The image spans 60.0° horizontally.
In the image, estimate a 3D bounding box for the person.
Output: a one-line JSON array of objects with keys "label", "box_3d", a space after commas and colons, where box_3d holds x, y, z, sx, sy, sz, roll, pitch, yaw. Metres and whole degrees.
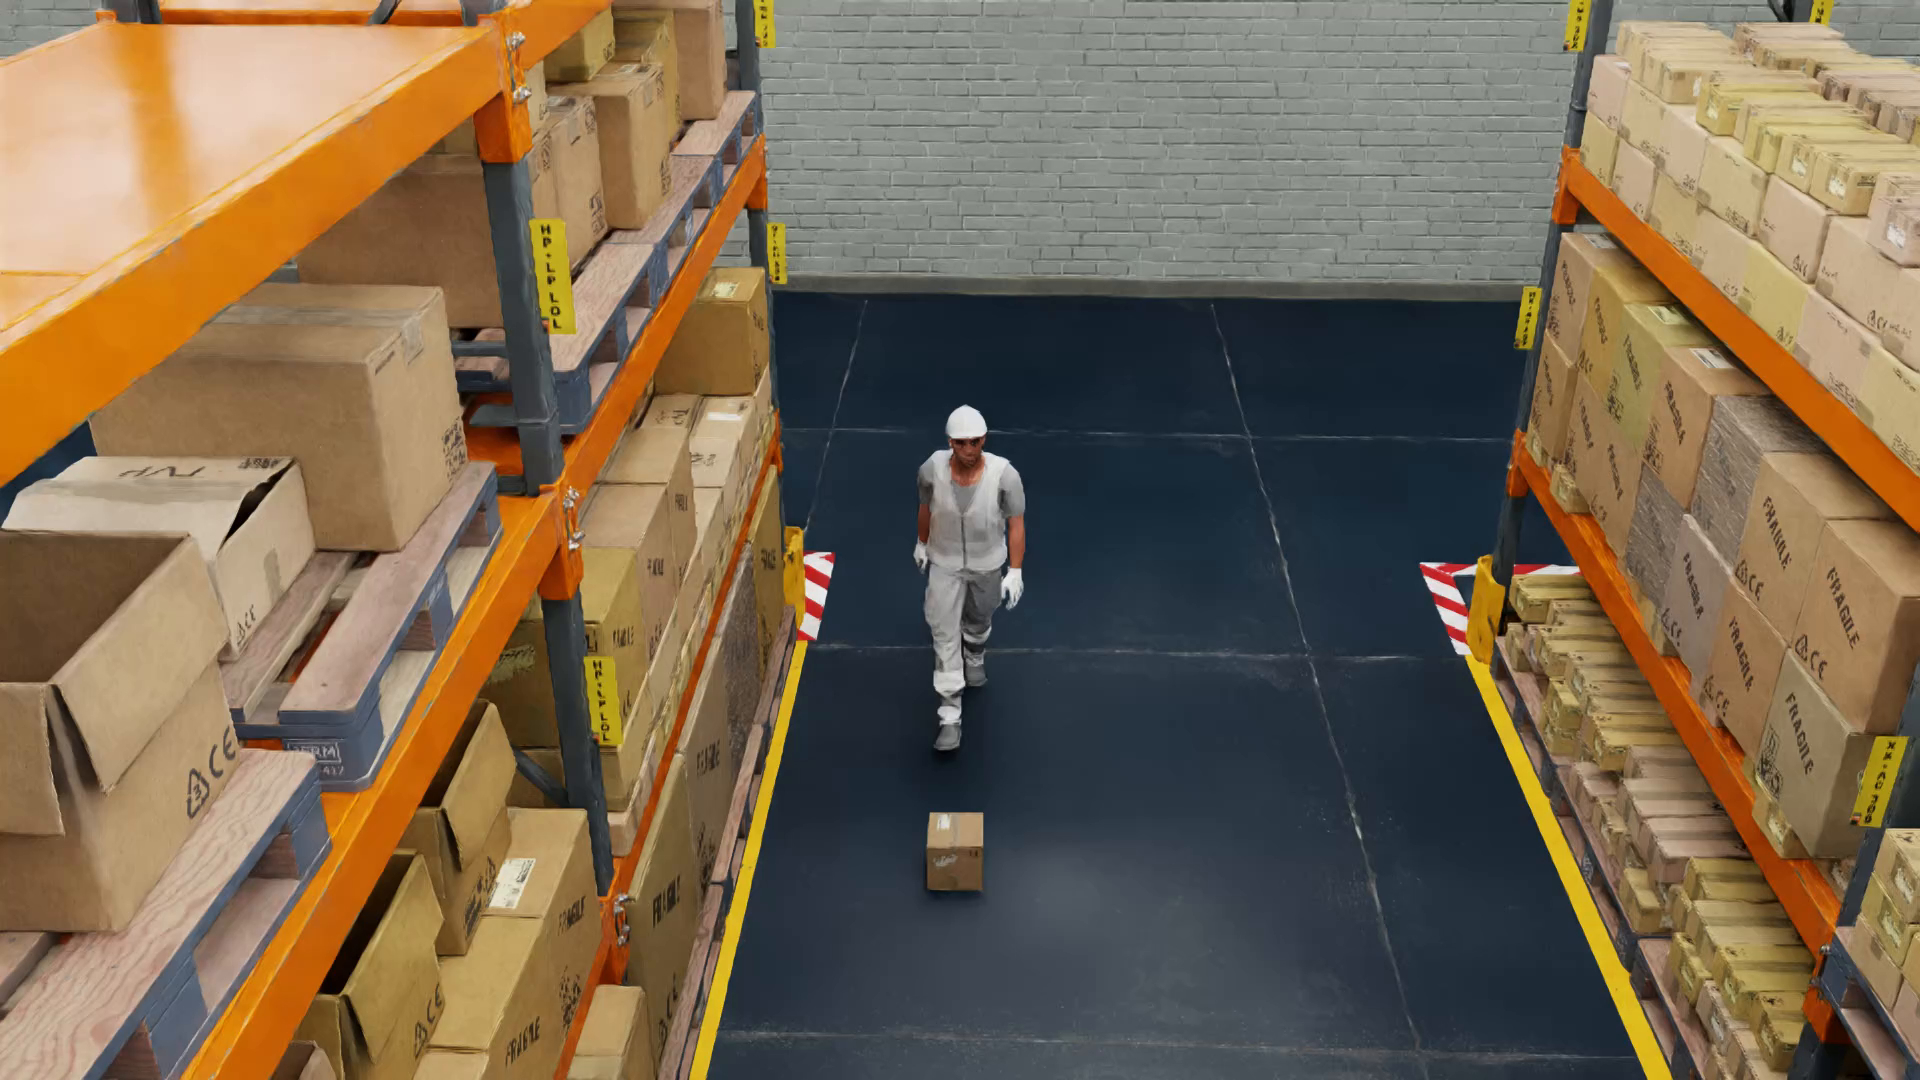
[{"label": "person", "box_3d": [0.042, 0.137, 8.333, 0.572, 1.731, 0.995, 1, 28, 1]}]
